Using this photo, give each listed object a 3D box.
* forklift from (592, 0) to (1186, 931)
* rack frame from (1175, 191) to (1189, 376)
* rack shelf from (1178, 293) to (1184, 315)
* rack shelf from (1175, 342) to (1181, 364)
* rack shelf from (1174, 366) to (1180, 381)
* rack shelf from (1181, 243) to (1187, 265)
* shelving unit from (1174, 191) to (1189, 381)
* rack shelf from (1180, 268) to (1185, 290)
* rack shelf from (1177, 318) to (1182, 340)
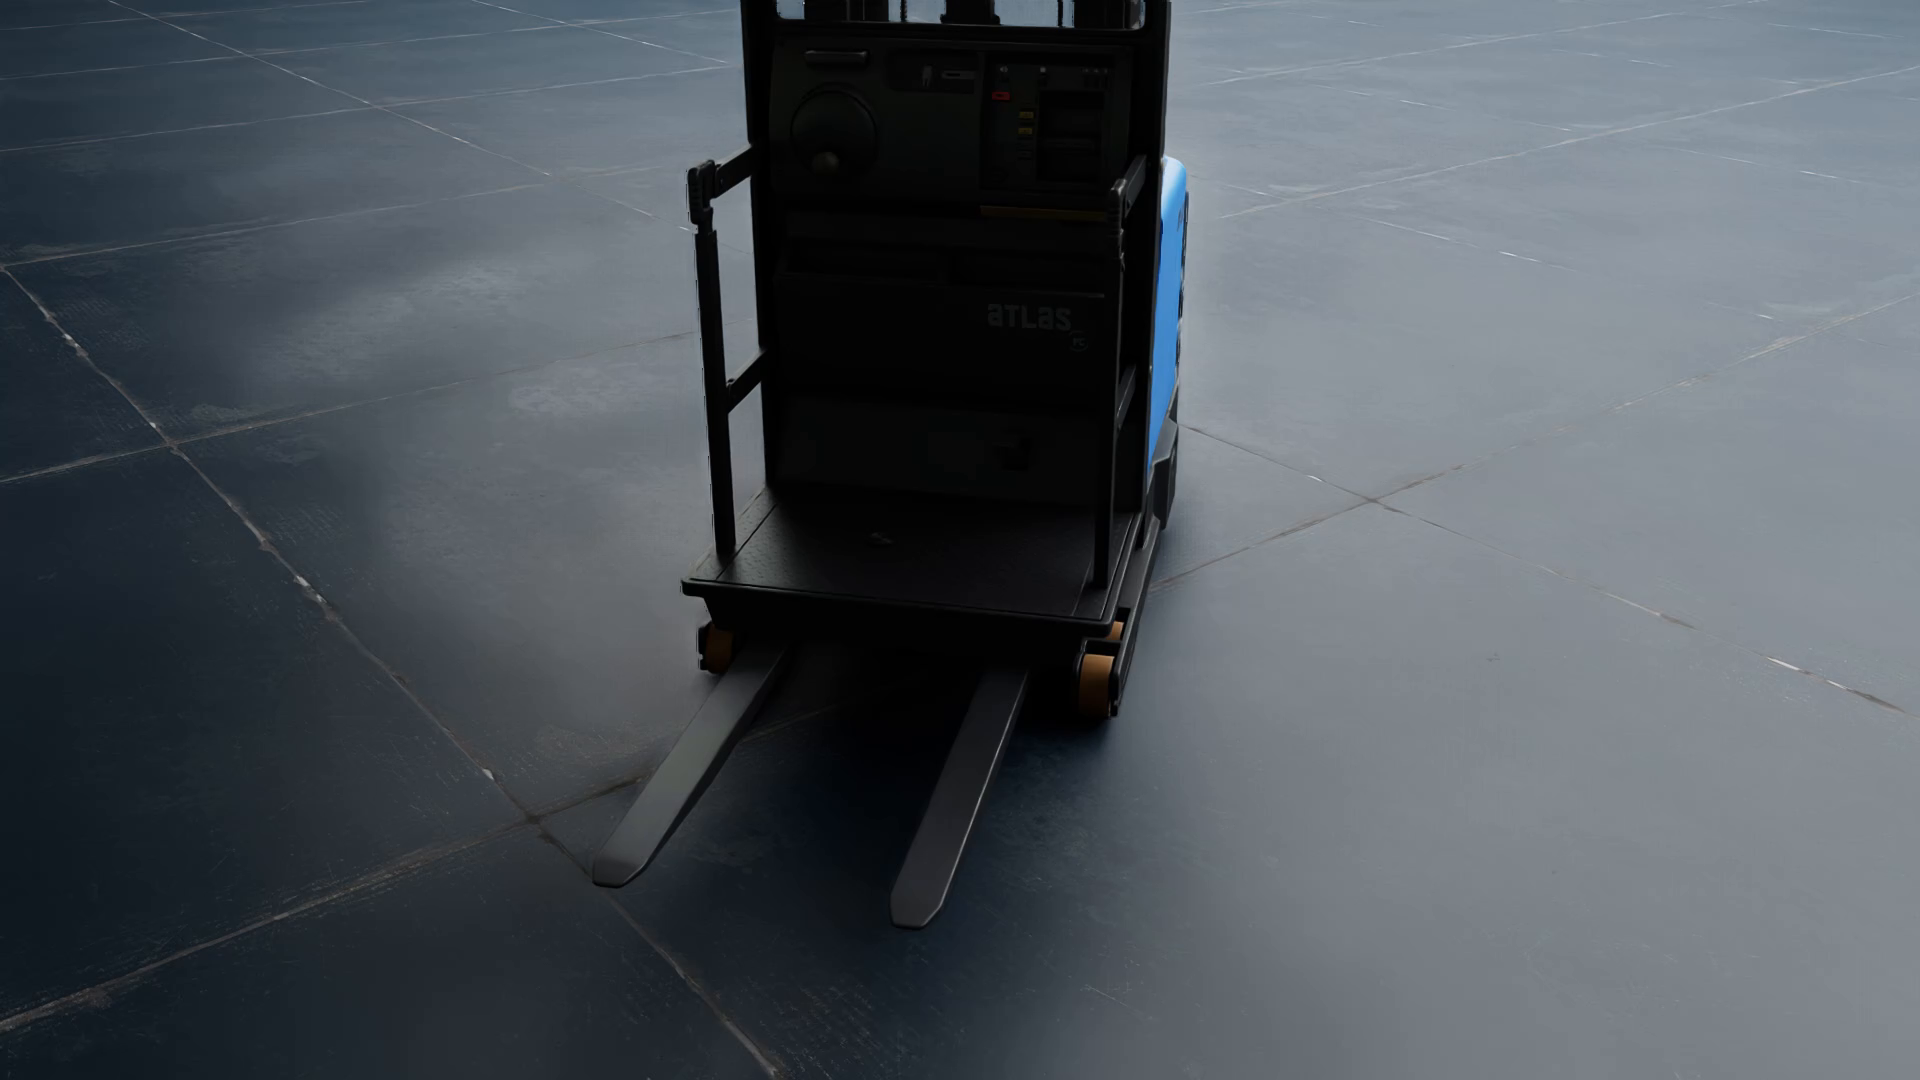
[{"bbox_3d":[-0.073,-1.046,4.021,1.130,2.935,3.031,5,25,11],"label":"forklift"},{"bbox_3d":[0.702,-0.815,5.936,0.006,0.900,0.240,-19,31,-36],"label":"rack frame"},{"bbox_3d":[0.624,-0.839,5.853,0.200,0.077,0.258,-19,31,-36],"label":"rack shelf"},{"bbox_3d":[0.624,-0.675,5.929,0.200,0.077,0.258,-19,31,-36],"label":"rack shelf"},{"bbox_3d":[0.624,-0.594,5.967,0.200,0.077,0.258,-19,31,-36],"label":"rack shelf"},{"bbox_3d":[0.624,-1.002,5.778,0.200,0.077,0.258,-19,31,-36],"label":"rack shelf"},{"bbox_3d":[0.624,-0.787,5.877,0.210,0.900,0.258,-19,31,-36],"label":"shelving unit"},{"bbox_3d":[0.624,-0.920,5.816,0.200,0.077,0.258,-19,31,-36],"label":"rack shelf"},{"bbox_3d":[0.624,-0.757,5.891,0.200,0.077,0.258,-19,31,-36],"label":"rack shelf"}]
